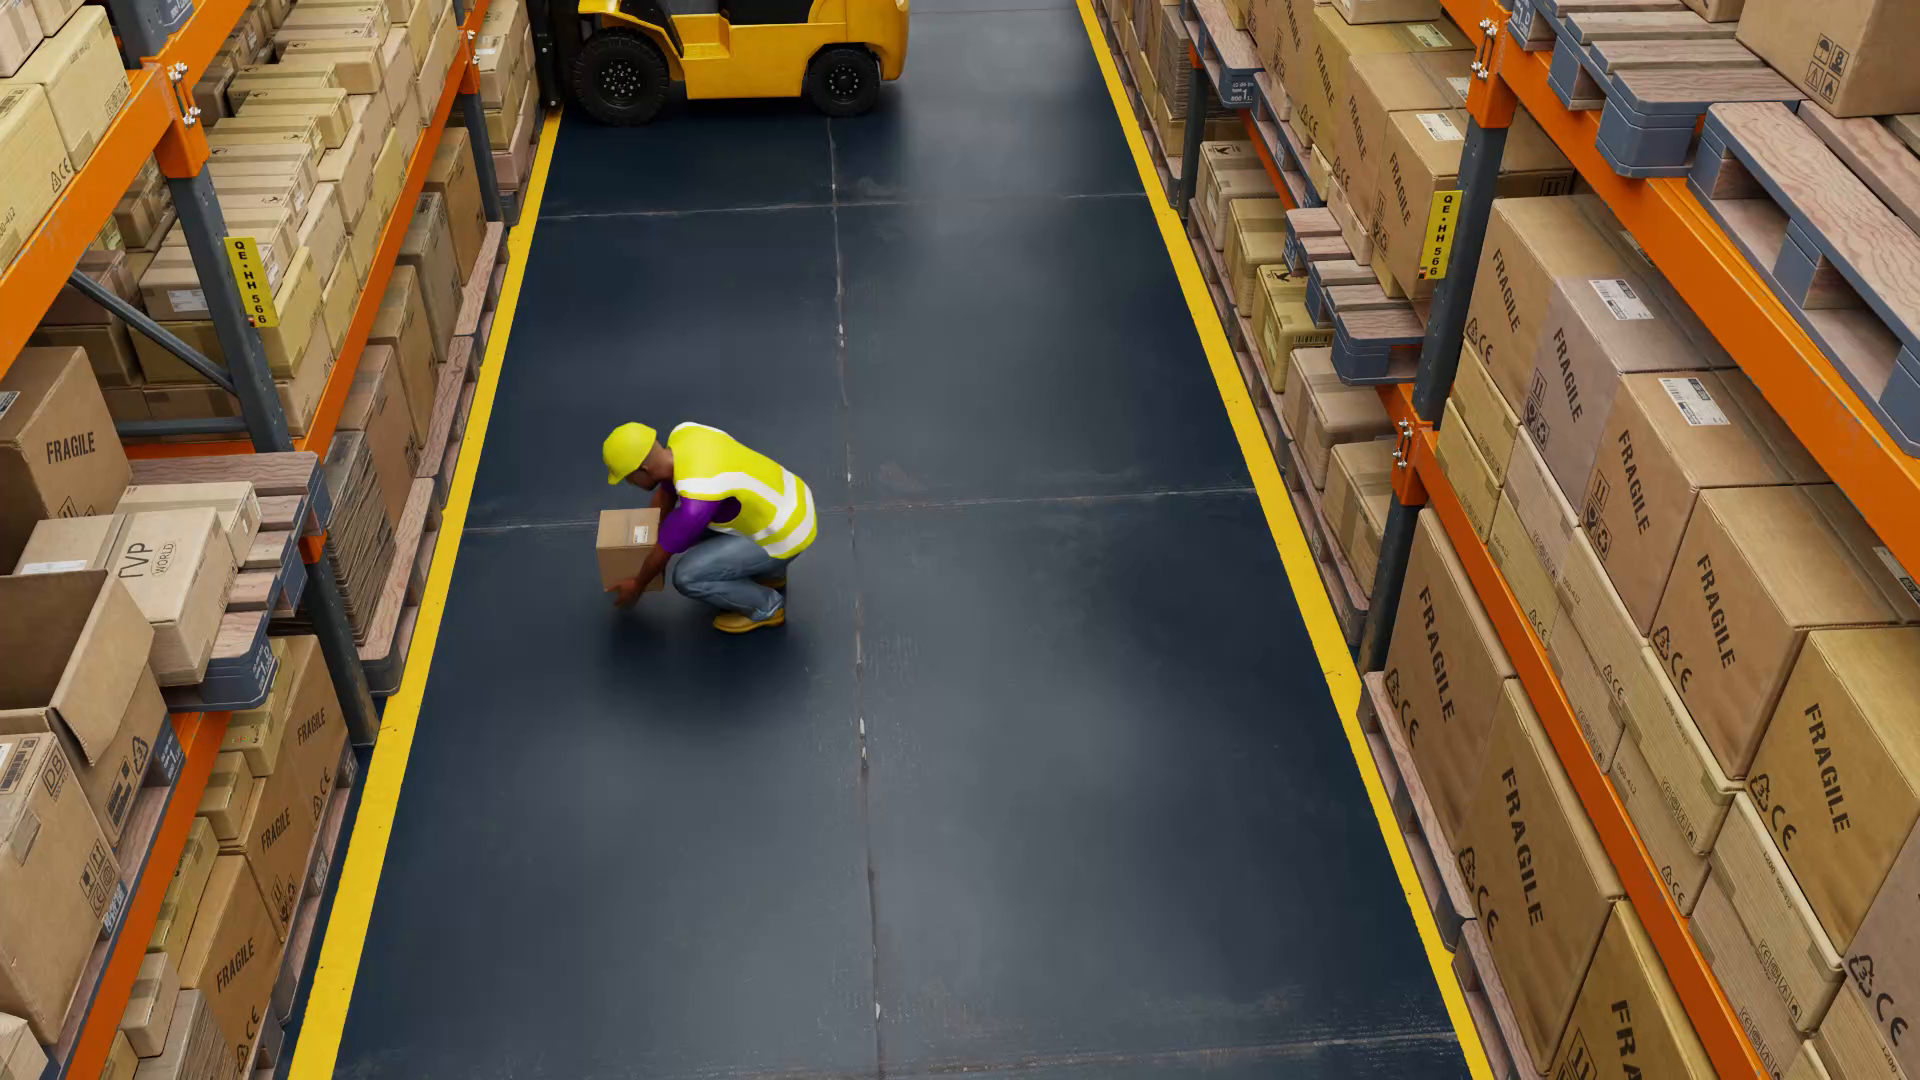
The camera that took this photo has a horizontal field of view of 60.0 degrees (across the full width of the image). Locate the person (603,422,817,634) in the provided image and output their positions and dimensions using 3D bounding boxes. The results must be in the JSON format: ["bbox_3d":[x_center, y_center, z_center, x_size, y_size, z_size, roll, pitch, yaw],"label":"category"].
[{"bbox_3d":[-1.042,-0.093,6.865,0.893,1.005,0.565,-4,39,-5],"label":"person"}]
